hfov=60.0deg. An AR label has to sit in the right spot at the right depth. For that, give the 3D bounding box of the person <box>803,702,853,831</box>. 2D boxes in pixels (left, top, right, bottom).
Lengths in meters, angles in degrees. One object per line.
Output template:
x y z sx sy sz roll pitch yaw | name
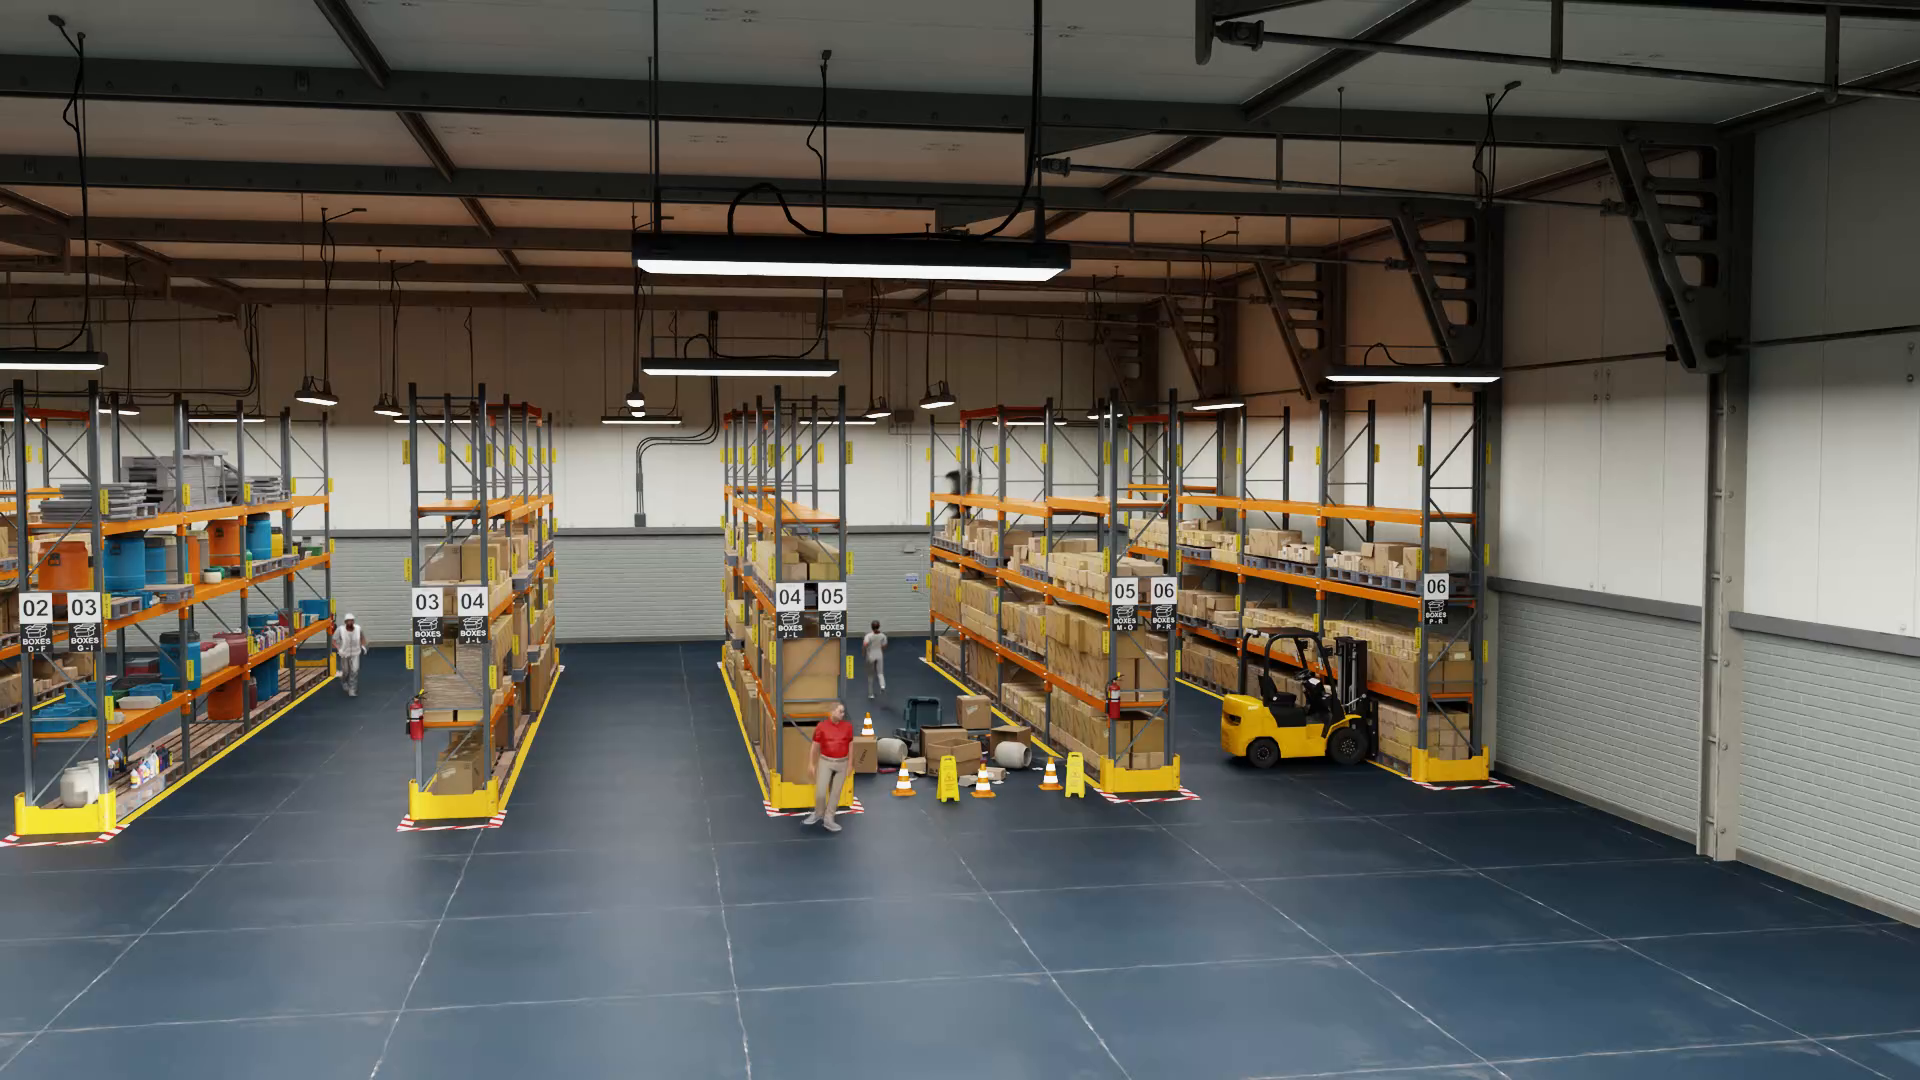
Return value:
-1.746 3.014 22.171 0.658 1.723 0.470 -1 3 -23 | person

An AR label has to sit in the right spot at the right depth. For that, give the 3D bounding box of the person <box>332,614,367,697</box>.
-12.750 2.384 34.684 0.685 1.731 0.783 -1 3 -27 | person

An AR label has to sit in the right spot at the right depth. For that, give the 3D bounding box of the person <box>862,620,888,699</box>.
-1.743 2.458 33.973 0.580 1.623 0.903 -1 3 -16 | person
